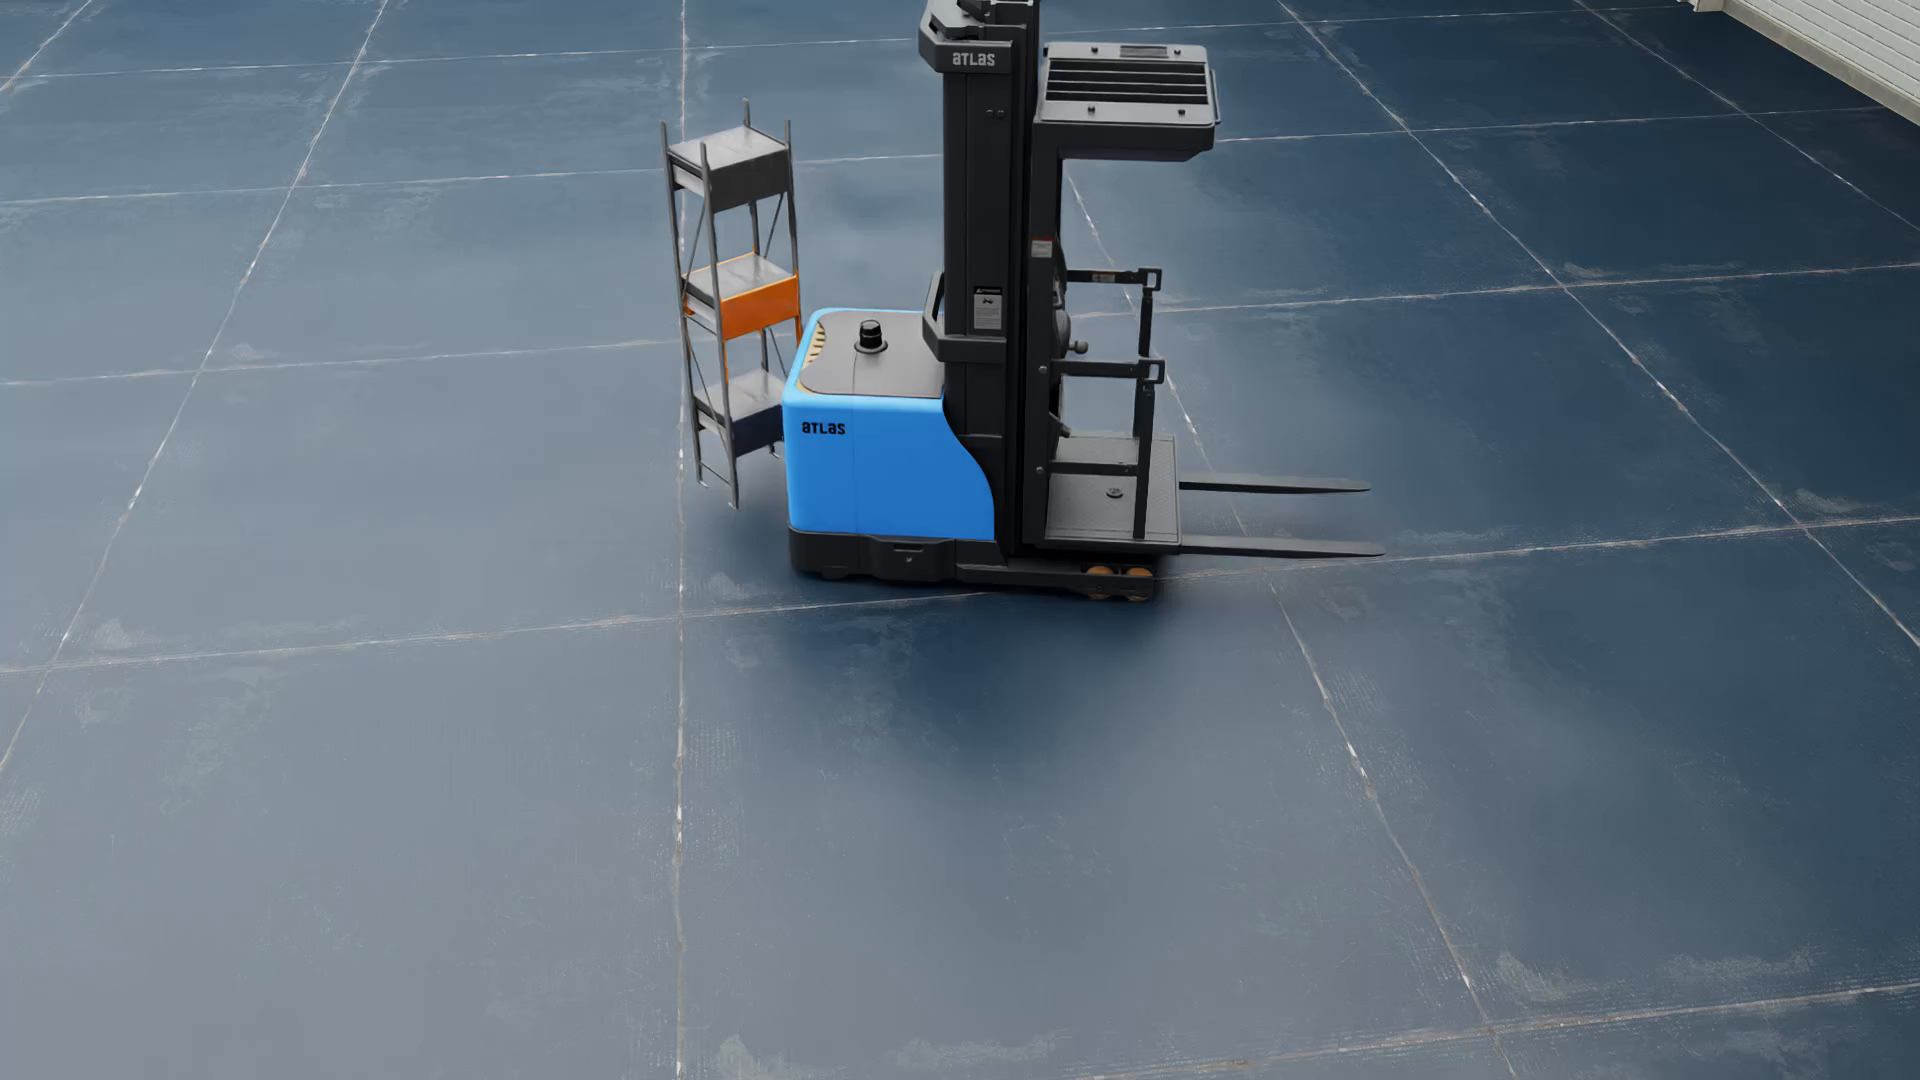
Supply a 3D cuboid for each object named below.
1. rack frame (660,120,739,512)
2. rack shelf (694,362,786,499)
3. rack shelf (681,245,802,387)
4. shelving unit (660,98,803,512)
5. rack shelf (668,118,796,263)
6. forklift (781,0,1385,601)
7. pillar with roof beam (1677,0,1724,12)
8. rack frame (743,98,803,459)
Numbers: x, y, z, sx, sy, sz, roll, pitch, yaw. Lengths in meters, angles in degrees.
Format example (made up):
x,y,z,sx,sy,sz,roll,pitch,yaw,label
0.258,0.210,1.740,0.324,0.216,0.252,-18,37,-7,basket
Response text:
x,y,z,sx,sy,sz,roll,pitch,yaw,label
-1.345,-1.111,8.644,0.015,2.100,0.400,-25,42,-32,rack frame
-1.157,-0.609,9.175,0.480,0.518,0.431,-25,42,-32,rack shelf
-1.157,-1.187,8.781,0.480,0.518,0.431,-25,42,-32,rack shelf
-1.157,-1.199,8.773,0.503,2.100,0.431,-25,42,-32,shelving unit
-1.157,-1.766,8.386,0.480,0.518,0.431,-25,42,-32,rack shelf
0.665,-1.217,8.061,3.031,2.935,1.130,3,34,4,forklift
3.221,-8.799,13.799,9.100,9.000,0.400,-4,35,-6,pillar with roof beam
-0.969,-1.286,8.902,0.015,2.100,0.400,-25,42,-32,rack frame
